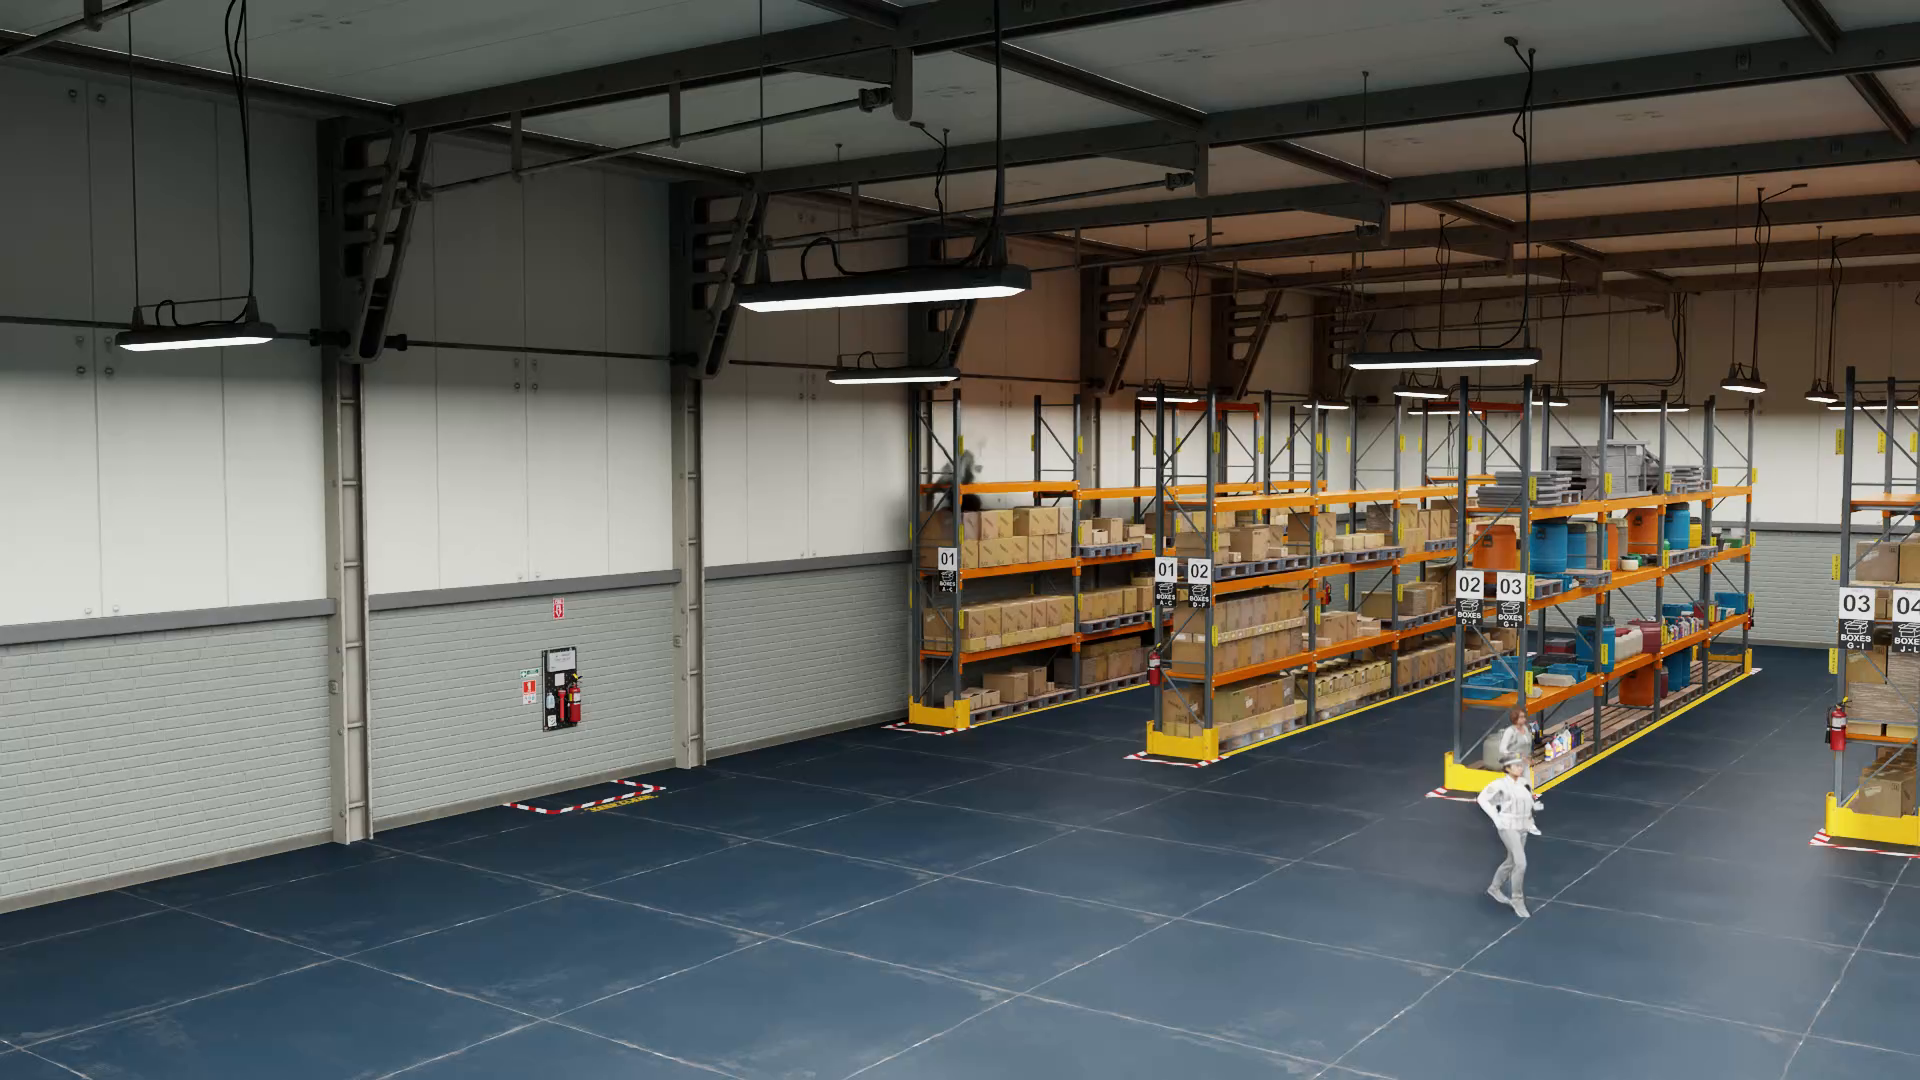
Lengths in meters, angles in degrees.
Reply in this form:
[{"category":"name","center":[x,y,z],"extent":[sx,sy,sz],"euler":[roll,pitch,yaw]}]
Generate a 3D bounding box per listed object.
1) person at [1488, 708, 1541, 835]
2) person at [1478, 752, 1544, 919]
[{"category":"person","center":[7.217,2.971,21.605],"extent":[0.555,1.592,0.865],"euler":[-2,4,-28]},{"category":"person","center":[5.924,3.142,17.827],"extent":[0.593,1.747,0.709],"euler":[-2,4,-32]}]
